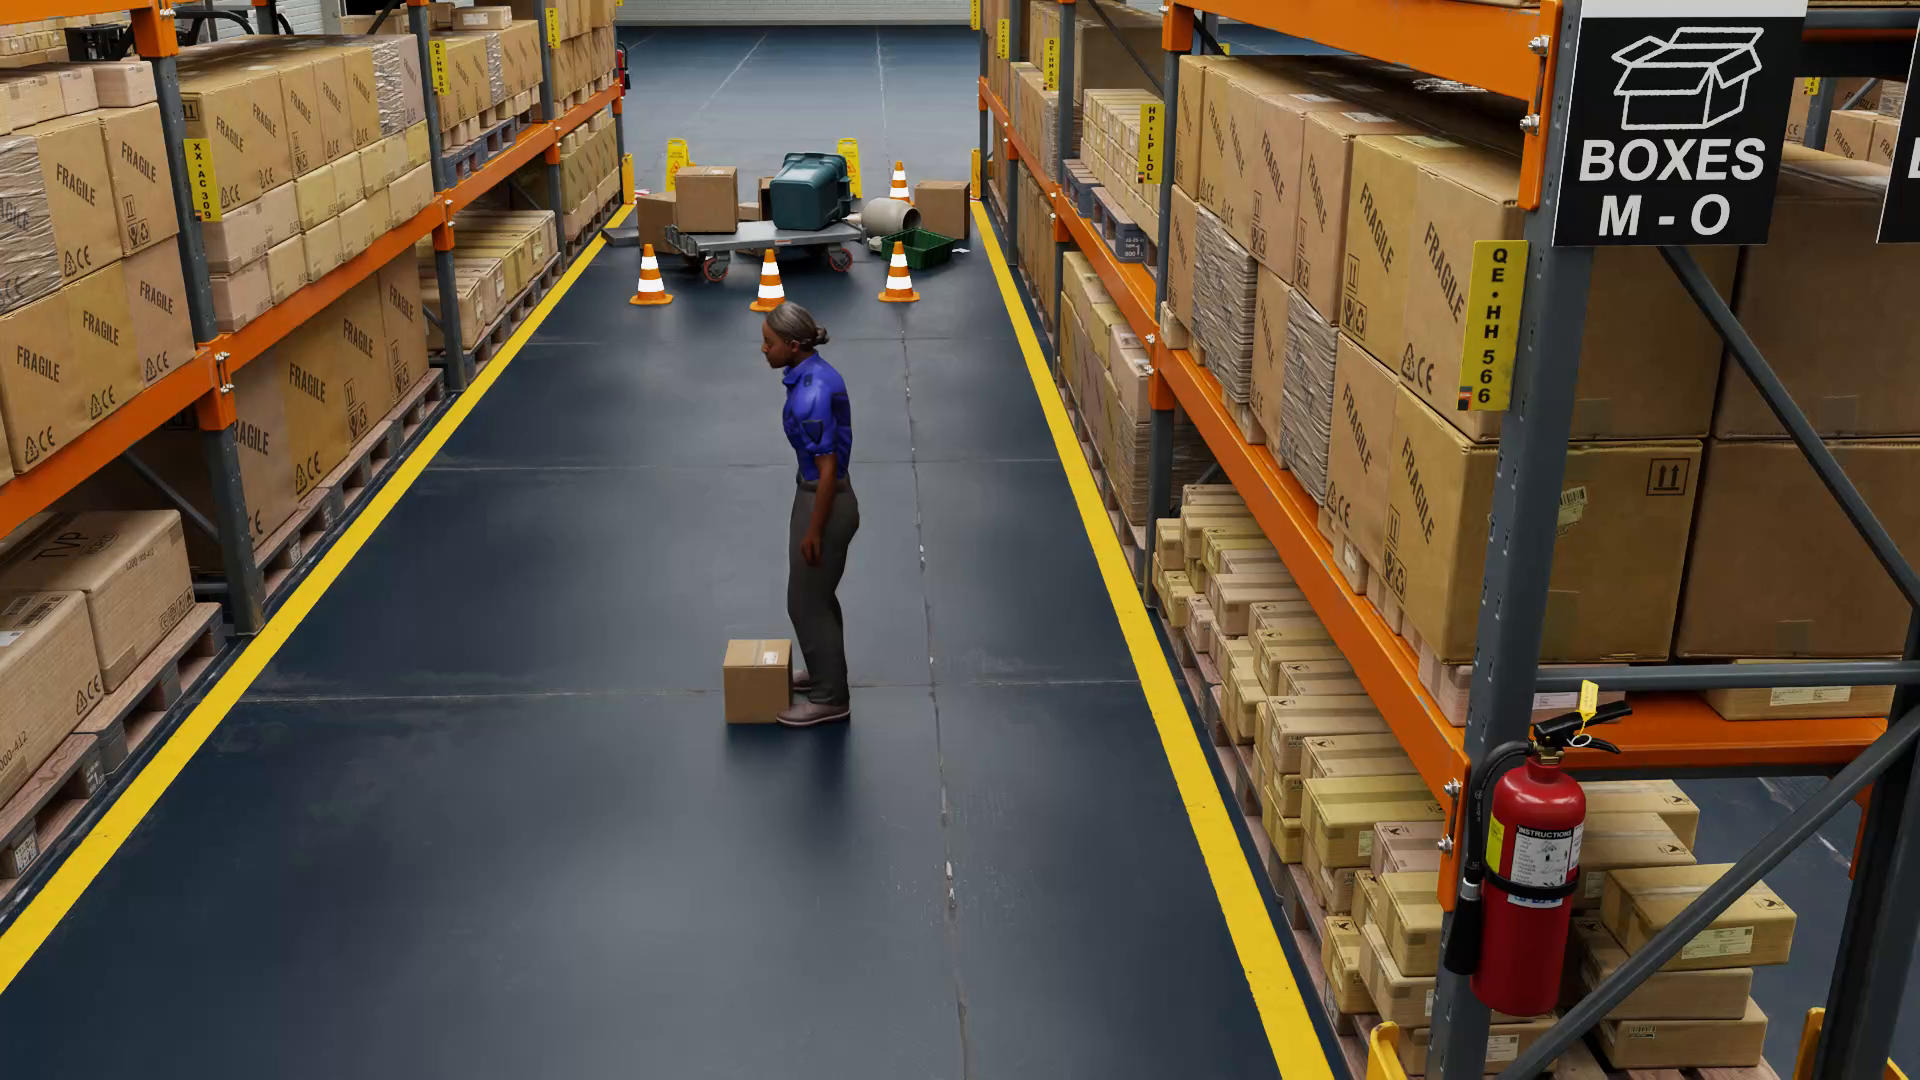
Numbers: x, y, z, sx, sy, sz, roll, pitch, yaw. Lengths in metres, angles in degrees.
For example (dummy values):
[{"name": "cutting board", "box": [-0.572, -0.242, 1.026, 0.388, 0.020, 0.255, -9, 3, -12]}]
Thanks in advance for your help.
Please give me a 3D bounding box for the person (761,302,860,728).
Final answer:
[{"name": "person", "box": [-0.563, -0.108, 6.374, 0.350, 1.653, 0.515, -2, 21, -6]}]
